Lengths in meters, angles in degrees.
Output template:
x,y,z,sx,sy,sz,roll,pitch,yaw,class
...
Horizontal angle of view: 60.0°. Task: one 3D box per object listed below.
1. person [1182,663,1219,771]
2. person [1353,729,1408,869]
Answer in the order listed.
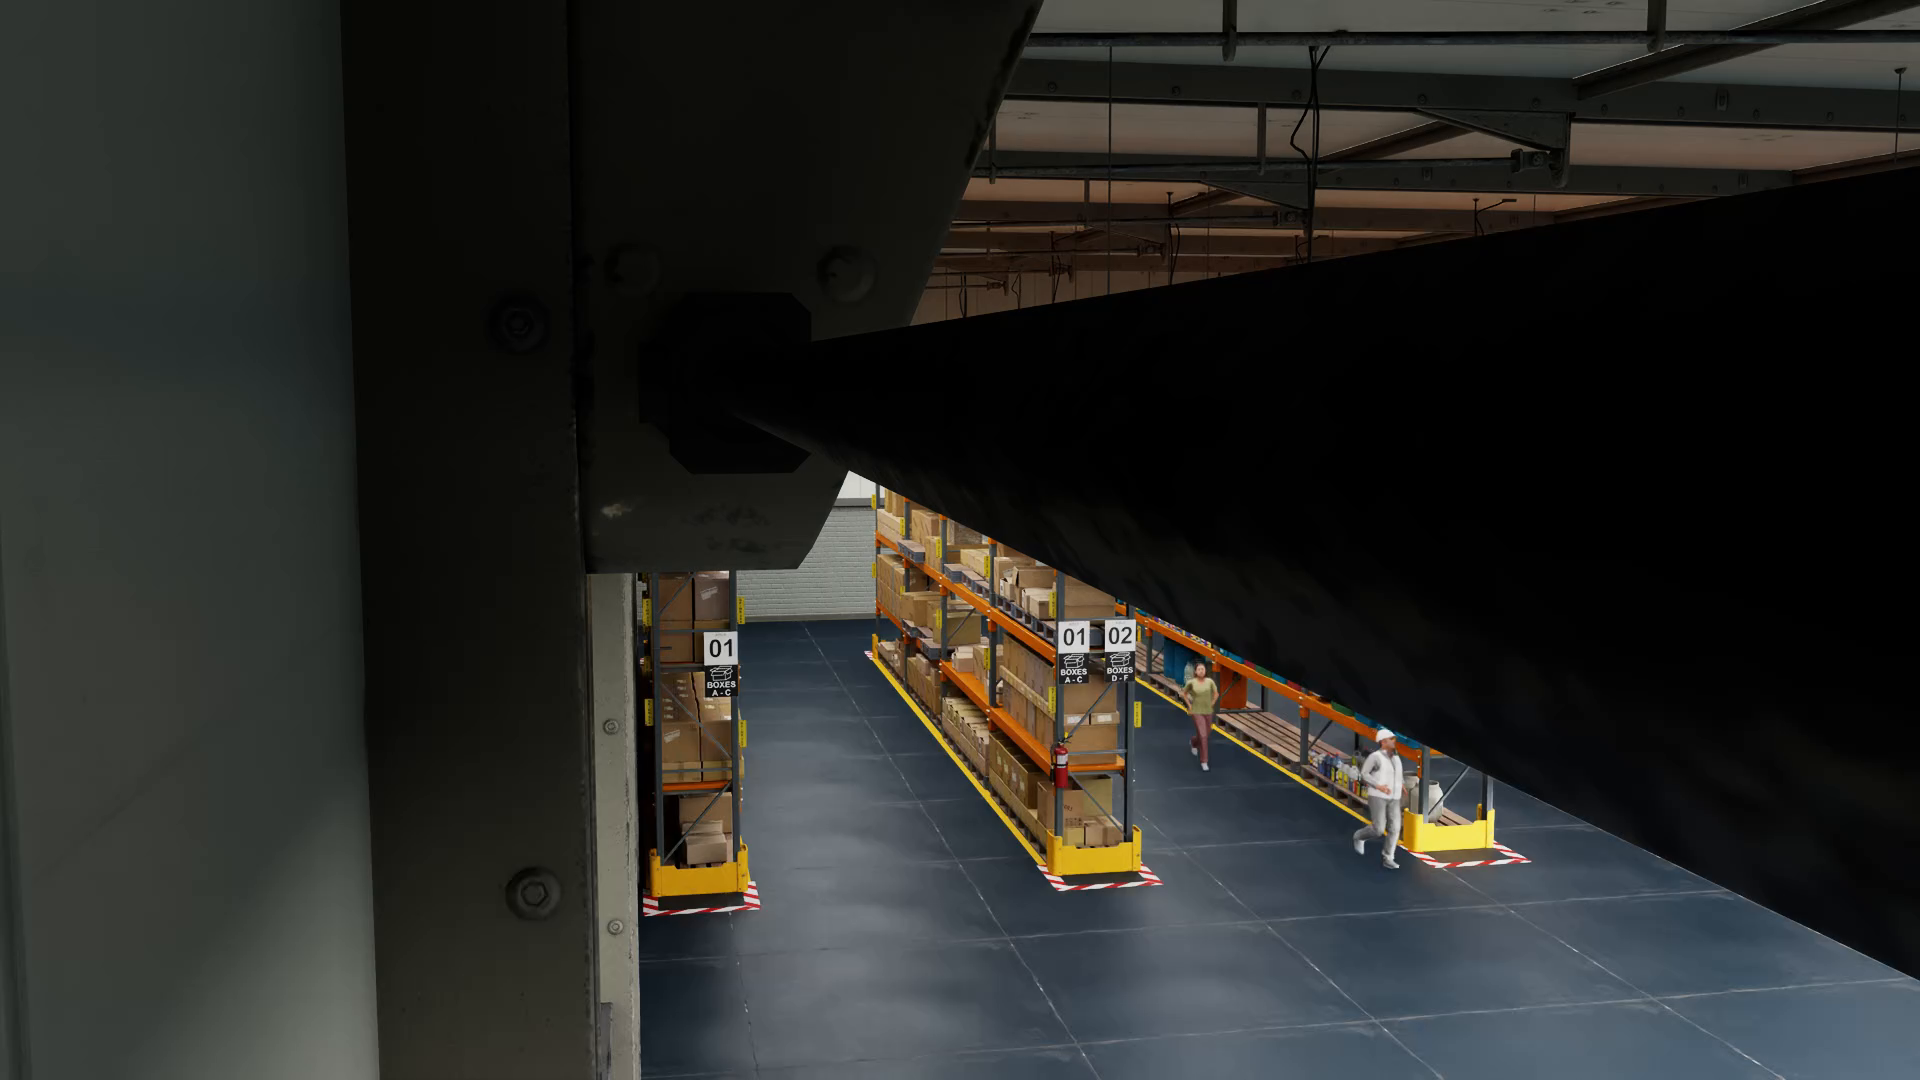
x,y,z,sx,sy,sz,roll,pitch,yaw,class
3.831,2.763,26.414,0.572,1.665,0.802,-1,6,-8,person
5.501,3.307,21.309,0.735,1.701,0.781,-3,6,-24,person
